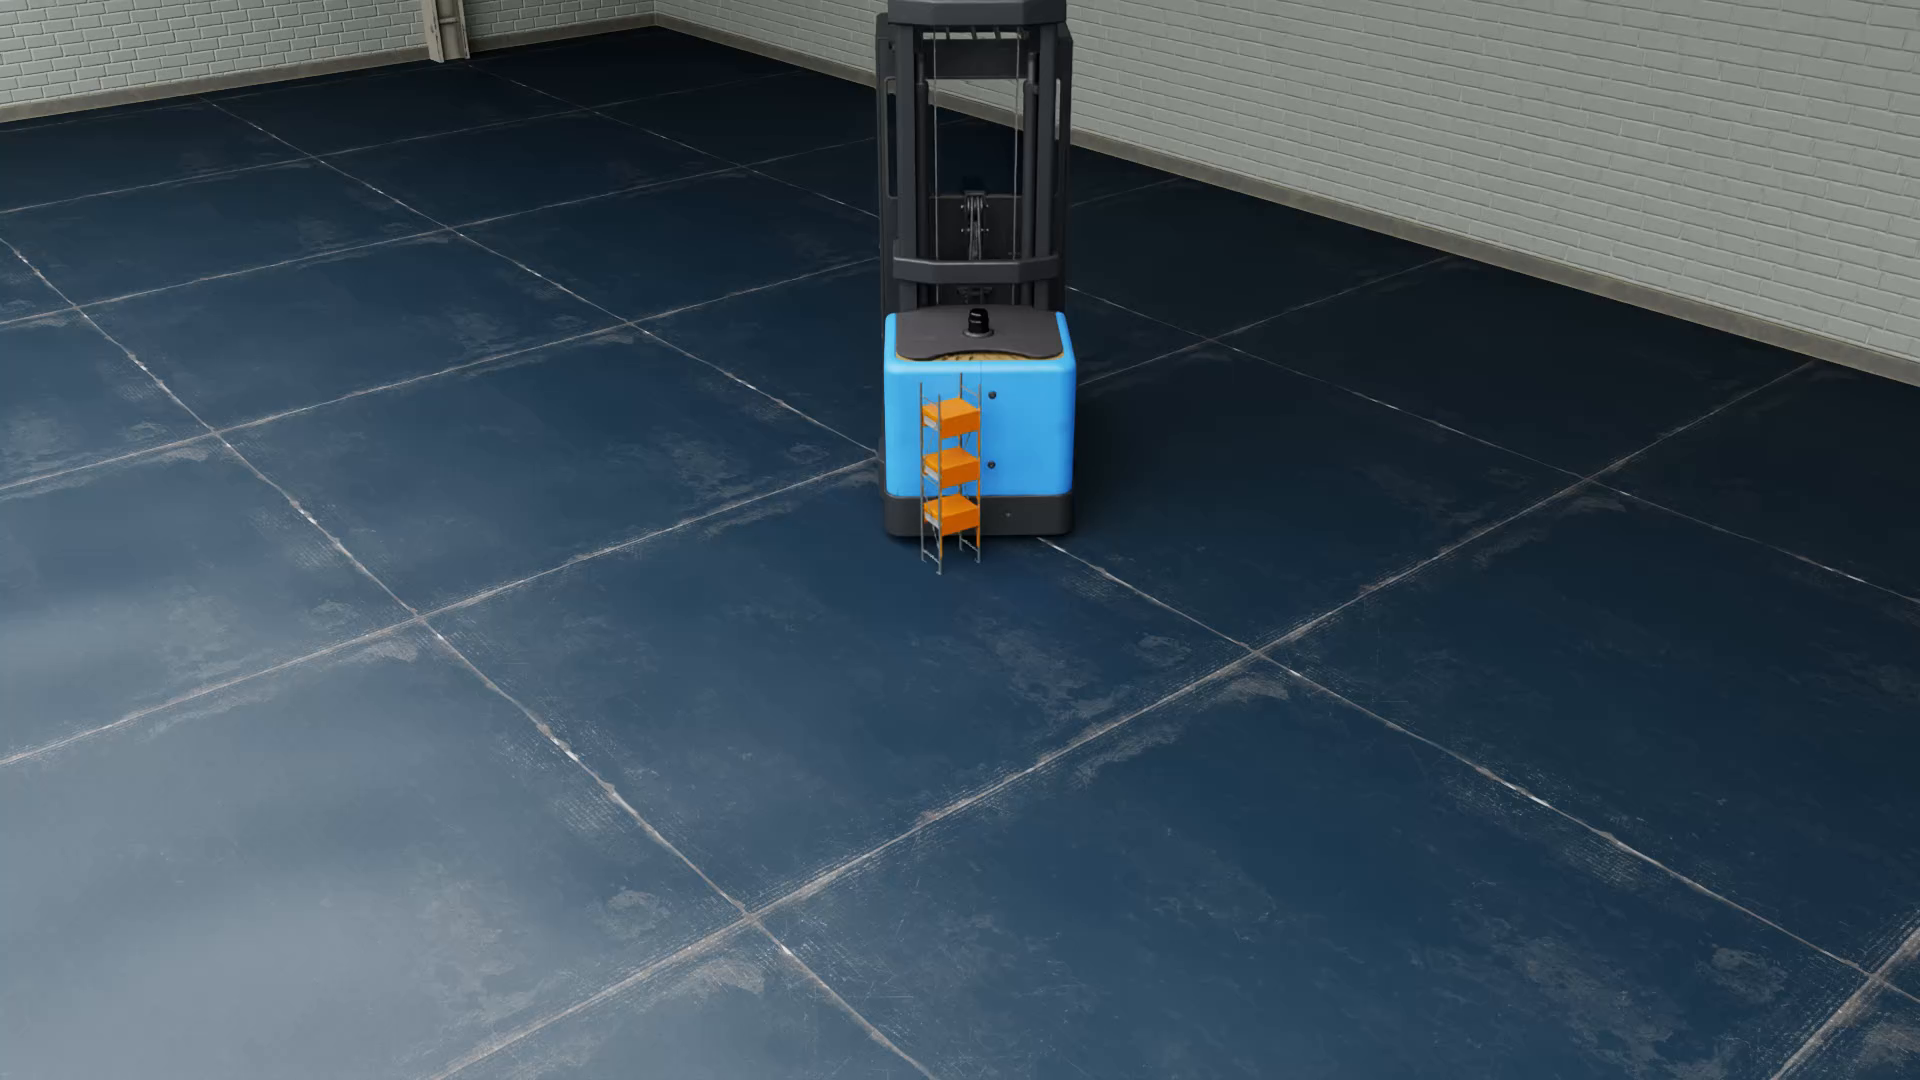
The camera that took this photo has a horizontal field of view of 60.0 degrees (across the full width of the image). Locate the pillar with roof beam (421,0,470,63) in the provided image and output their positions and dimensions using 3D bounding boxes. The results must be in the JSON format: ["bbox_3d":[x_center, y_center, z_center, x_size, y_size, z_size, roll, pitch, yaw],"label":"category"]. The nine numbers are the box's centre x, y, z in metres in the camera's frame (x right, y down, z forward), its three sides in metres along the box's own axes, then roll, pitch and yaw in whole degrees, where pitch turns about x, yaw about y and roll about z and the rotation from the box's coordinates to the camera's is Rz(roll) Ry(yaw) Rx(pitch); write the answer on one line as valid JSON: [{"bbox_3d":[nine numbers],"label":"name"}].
[{"bbox_3d":[-3.406,-8.280,15.196,0.400,9.000,9.100,-22,35,-35],"label":"pillar with roof beam"}]

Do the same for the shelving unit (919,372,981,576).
[{"bbox_3d":[-0.051,-0.342,8.776,0.252,1.050,0.215,-16,32,-28],"label":"shelving unit"}]

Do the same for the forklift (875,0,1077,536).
[{"bbox_3d":[0.069,-1.967,9.821,1.130,2.935,3.031,-1,28,-1],"label":"forklift"}]

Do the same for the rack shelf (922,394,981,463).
[{"bbox_3d":[-0.051,-0.583,8.647,0.240,0.259,0.215,-16,32,-28],"label":"rack shelf"}]

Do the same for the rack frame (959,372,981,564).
[{"bbox_3d":[0.052,-0.372,8.833,0.008,1.050,0.200,-16,32,-28],"label":"rack frame"}]

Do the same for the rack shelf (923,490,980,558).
[{"bbox_3d":[-0.051,-0.087,8.912,0.240,0.259,0.215,-16,32,-28],"label":"rack shelf"}]

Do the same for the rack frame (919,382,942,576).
[{"bbox_3d":[-0.155,-0.311,8.719,0.008,1.050,0.200,-16,32,-28],"label":"rack frame"}]

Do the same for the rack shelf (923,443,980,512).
[{"bbox_3d":[-0.051,-0.333,8.781,0.240,0.259,0.215,-16,32,-28],"label":"rack shelf"}]
